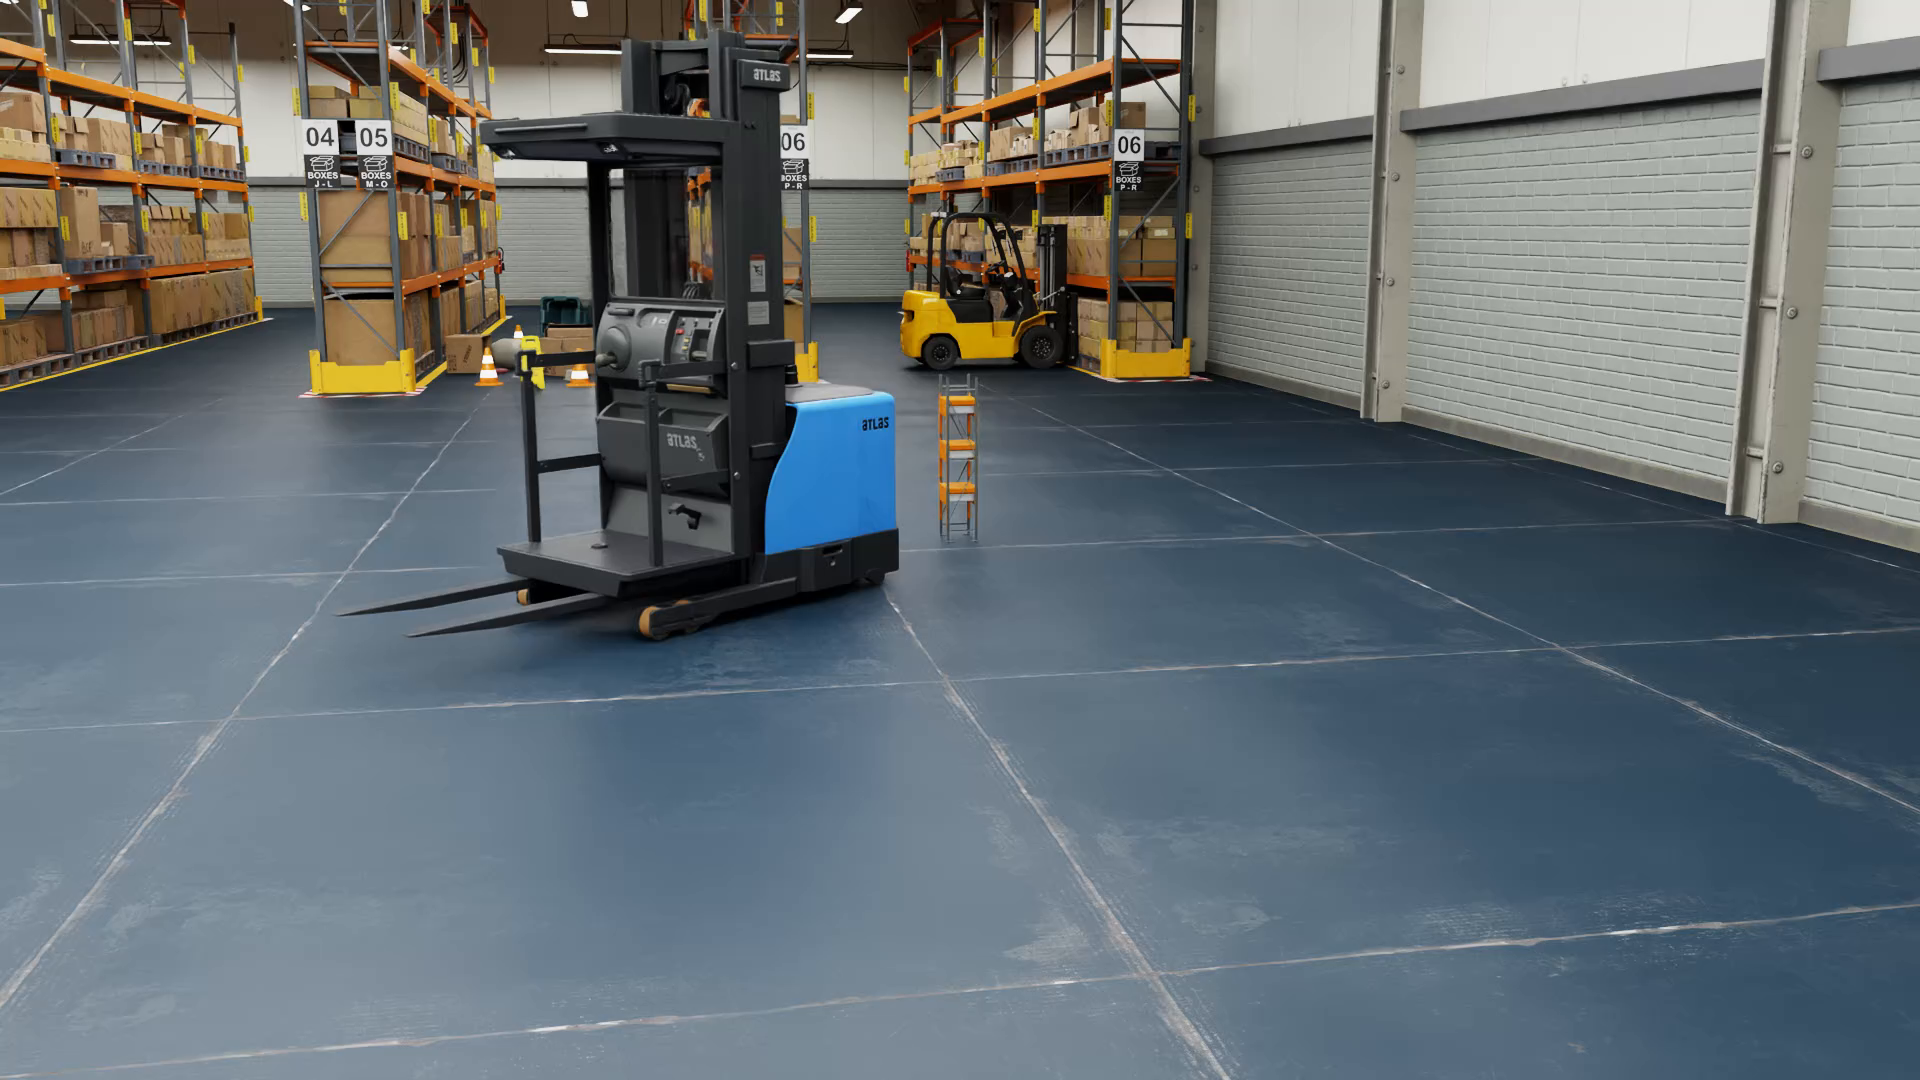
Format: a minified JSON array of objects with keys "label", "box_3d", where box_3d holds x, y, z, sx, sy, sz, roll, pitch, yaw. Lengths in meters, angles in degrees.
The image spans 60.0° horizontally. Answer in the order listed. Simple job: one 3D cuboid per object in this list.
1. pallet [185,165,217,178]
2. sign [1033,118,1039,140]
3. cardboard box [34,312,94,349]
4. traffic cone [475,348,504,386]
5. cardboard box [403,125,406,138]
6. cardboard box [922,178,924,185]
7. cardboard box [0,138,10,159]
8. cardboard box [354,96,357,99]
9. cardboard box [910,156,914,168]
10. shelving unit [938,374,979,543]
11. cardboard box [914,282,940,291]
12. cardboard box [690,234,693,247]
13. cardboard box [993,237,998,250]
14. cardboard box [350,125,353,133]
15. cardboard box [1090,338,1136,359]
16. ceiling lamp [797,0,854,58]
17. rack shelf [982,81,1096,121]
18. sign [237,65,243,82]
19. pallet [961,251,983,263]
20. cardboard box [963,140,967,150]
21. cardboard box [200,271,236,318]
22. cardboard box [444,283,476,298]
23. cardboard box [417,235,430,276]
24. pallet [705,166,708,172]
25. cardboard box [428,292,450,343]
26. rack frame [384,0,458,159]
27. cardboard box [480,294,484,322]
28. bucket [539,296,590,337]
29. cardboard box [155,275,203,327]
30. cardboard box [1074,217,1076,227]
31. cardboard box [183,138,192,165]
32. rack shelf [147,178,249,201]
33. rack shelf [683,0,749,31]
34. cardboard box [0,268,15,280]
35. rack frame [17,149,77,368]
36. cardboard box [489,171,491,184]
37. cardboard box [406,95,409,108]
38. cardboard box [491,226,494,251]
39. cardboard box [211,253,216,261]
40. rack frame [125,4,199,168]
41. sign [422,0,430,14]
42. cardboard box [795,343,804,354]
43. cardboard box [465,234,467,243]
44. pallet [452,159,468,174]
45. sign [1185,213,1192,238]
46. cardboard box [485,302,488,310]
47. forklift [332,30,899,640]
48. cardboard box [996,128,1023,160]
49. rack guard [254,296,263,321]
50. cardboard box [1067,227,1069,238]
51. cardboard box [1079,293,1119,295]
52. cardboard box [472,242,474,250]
[{"label":"pallet","box_3d":[-14.603,-6.906,31.173,1.003,0.211,1.213,-2,11,-11]},{"label":"sign","box_3d":[1.160,-6.261,25.320,0.100,0.325,0.005,-2,11,-11]},{"label":"cardboard box","box_3d":[-13.071,-3.048,24.198,0.700,0.500,0.500,-2,11,-11]},{"label":"traffic cone","box_3d":[-5.946,-2.190,20.962,0.336,0.463,0.334,-2,11,-11]},{"label":"cardboard box","box_3d":[-7.136,-5.106,20.759,0.380,0.149,0.250,-2,11,-11]},{"label":"cardboard box","box_3d":[-0.607,-7.599,35.251,0.380,0.149,0.250,-2,11,-11]},{"label":"cardboard box","box_3d":[-12.266,-4.903,20.814,0.500,0.250,0.500,-2,11,-9]},{"label":"cardboard box","box_3d":[-7.931,-5.613,21.291,0.380,0.149,0.250,-2,11,-11]},{"label":"cardboard box","box_3d":[-0.804,-8.302,36.538,0.500,0.250,0.500,-2,11,-12]},{"label":"shelving unit","box_3d":[-0.010,-0.526,10.650,0.215,1.050,0.252,-2,11,-11]},{"label":"cardboard box","box_3d":[-0.618,-5.465,36.942,0.797,0.503,0.637,-3,11,-13]},{"label":"cardboard box","box_3d":[-4.925,-5.767,32.038,0.500,0.250,0.500,-2,11,-13]},{"label":"cardboard box","box_3d":[0.855,-5.123,28.656,0.500,0.250,0.500,-2,11,-9]},{"label":"cardboard box","box_3d":[-7.831,-5.128,20.873,0.380,0.149,0.250,-2,11,-12]},{"label":"cardboard box","box_3d":[2.067,-2.597,22.547,0.500,0.250,0.500,-2,11,-11]},{"label":"ceiling lamp","box_3d":[-3.449,-12.822,38.386,2.000,3.185,0.800,-2,11,-11]},{"label":"rack shelf","box_3d":[1.301,-7.164,27.263,1.077,0.370,4.000,-2,11,-11]},{"label":"sign","box_3d":[-14.697,-9.521,33.944,0.100,0.325,0.005,-2,11,-11]},{"label":"pallet","box_3d":[0.712,-5.161,30.304,1.213,0.211,1.003,-2,11,-11]},{"label":"cardboard box","box_3d":[0.261,-7.769,32.847,0.396,0.266,0.258,-2,11,-12]},{"label":"cardboard box","box_3d":[-14.679,-4.777,32.333,0.875,0.875,0.875,-2,11,-11]},{"label":"cardboard box","box_3d":[-8.871,-4.420,29.454,0.500,0.250,0.500,-2,11,-11]},{"label":"cardboard box","box_3d":[-7.801,-3.927,22.904,0.875,0.550,0.550,-2,11,-11]},{"label":"pallet","box_3d":[-3.398,-5.907,26.191,1.213,0.211,1.003,-2,11,-11]},{"label":"cardboard box","box_3d":[-8.406,-3.409,25.479,1.050,0.750,0.750,-2,11,-11]},{"label":"rack frame","box_3d":[-8.792,-7.701,27.090,1.000,3.000,0.127,-2,11,-11]},{"label":"cardboard box","box_3d":[-9.179,-4.339,31.035,0.500,0.500,0.500,-2,11,-12]},{"label":"bucket","box_3d":[-5.726,-3.218,24.270,0.726,0.611,0.620,2,1,9]},{"label":"cardboard box","box_3d":[-14.136,-4.208,29.341,1.225,0.875,0.875,-3,11,-13]},{"label":"cardboard box","box_3d":[1.856,-4.566,23.867,0.380,0.149,0.250,-2,11,-11]},{"label":"cardboard box","box_3d":[-14.666,-7.245,31.059,0.700,0.500,0.500,-3,11,-14]},{"label":"rack shelf","box_3d":[-14.843,-6.813,32.369,1.077,0.370,4.000,-2,11,-11]},{"label":"rack shelf","box_3d":[-4.345,-9.546,29.817,1.077,0.370,4.000,-2,11,-11]},{"label":"cardboard box","box_3d":[-12.139,-3.341,20.899,0.380,0.149,0.250,-2,11,-11]},{"label":"rack frame","box_3d":[-12.899,-3.858,22.946,1.000,3.000,0.127,-2,11,-11]},{"label":"cardboard box","box_3d":[-9.810,-7.362,33.735,0.500,0.250,0.500,-2,11,-9]},{"label":"cardboard box","box_3d":[-7.235,-5.590,21.169,0.380,0.149,0.250,-2,11,-12]},{"label":"cardboard box","box_3d":[-9.805,-6.156,33.955,0.500,0.500,0.500,-2,11,-11]},{"label":"cardboard box","box_3d":[-14.237,-5.317,31.280,0.380,0.149,0.250,-2,11,-13]},{"label":"rack frame","box_3d":[-14.454,-8.273,30.094,1.000,3.000,0.127,-2,11,-11]},{"label":"sign","box_3d":[-7.464,-7.520,23.216,0.100,0.325,0.005,-2,11,-11]},{"label":"cardboard box","box_3d":[-2.285,-2.499,22.033,0.500,0.250,0.500,-2,11,-11]},{"label":"cardboard box","box_3d":[-8.997,-5.364,29.611,0.380,0.149,0.250,-2,11,-9]},{"label":"pallet","box_3d":[-8.614,-6.019,26.778,1.213,0.211,1.003,-2,11,-8]},{"label":"sign","box_3d":[3.014,-4.150,21.949,0.100,0.325,0.005,-2,11,-11]},{"label":"cardboard box","box_3d":[-9.326,-4.518,32.115,0.380,0.149,0.250,-2,11,-8]},{"label":"forklift","box_3d":[-1.684,-1.056,8.405,1.130,2.935,3.031,9,14,39]},{"label":"cardboard box","box_3d":[1.010,-6.681,28.096,0.700,0.500,0.500,-2,11,-12]},{"label":"rack guard","box_3d":[-15.237,-4.836,34.766,1.175,0.500,0.348,-2,11,-11]},{"label":"cardboard box","box_3d":[1.715,-4.464,24.125,0.380,0.149,0.250,-2,11,-13]},{"label":"cardboard box","box_3d":[2.089,-3.571,24.993,0.500,0.250,0.500,-2,11,-12]},{"label":"cardboard box","box_3d":[-9.247,-5.457,30.895,0.380,0.149,0.250,-2,11,-11]}]
